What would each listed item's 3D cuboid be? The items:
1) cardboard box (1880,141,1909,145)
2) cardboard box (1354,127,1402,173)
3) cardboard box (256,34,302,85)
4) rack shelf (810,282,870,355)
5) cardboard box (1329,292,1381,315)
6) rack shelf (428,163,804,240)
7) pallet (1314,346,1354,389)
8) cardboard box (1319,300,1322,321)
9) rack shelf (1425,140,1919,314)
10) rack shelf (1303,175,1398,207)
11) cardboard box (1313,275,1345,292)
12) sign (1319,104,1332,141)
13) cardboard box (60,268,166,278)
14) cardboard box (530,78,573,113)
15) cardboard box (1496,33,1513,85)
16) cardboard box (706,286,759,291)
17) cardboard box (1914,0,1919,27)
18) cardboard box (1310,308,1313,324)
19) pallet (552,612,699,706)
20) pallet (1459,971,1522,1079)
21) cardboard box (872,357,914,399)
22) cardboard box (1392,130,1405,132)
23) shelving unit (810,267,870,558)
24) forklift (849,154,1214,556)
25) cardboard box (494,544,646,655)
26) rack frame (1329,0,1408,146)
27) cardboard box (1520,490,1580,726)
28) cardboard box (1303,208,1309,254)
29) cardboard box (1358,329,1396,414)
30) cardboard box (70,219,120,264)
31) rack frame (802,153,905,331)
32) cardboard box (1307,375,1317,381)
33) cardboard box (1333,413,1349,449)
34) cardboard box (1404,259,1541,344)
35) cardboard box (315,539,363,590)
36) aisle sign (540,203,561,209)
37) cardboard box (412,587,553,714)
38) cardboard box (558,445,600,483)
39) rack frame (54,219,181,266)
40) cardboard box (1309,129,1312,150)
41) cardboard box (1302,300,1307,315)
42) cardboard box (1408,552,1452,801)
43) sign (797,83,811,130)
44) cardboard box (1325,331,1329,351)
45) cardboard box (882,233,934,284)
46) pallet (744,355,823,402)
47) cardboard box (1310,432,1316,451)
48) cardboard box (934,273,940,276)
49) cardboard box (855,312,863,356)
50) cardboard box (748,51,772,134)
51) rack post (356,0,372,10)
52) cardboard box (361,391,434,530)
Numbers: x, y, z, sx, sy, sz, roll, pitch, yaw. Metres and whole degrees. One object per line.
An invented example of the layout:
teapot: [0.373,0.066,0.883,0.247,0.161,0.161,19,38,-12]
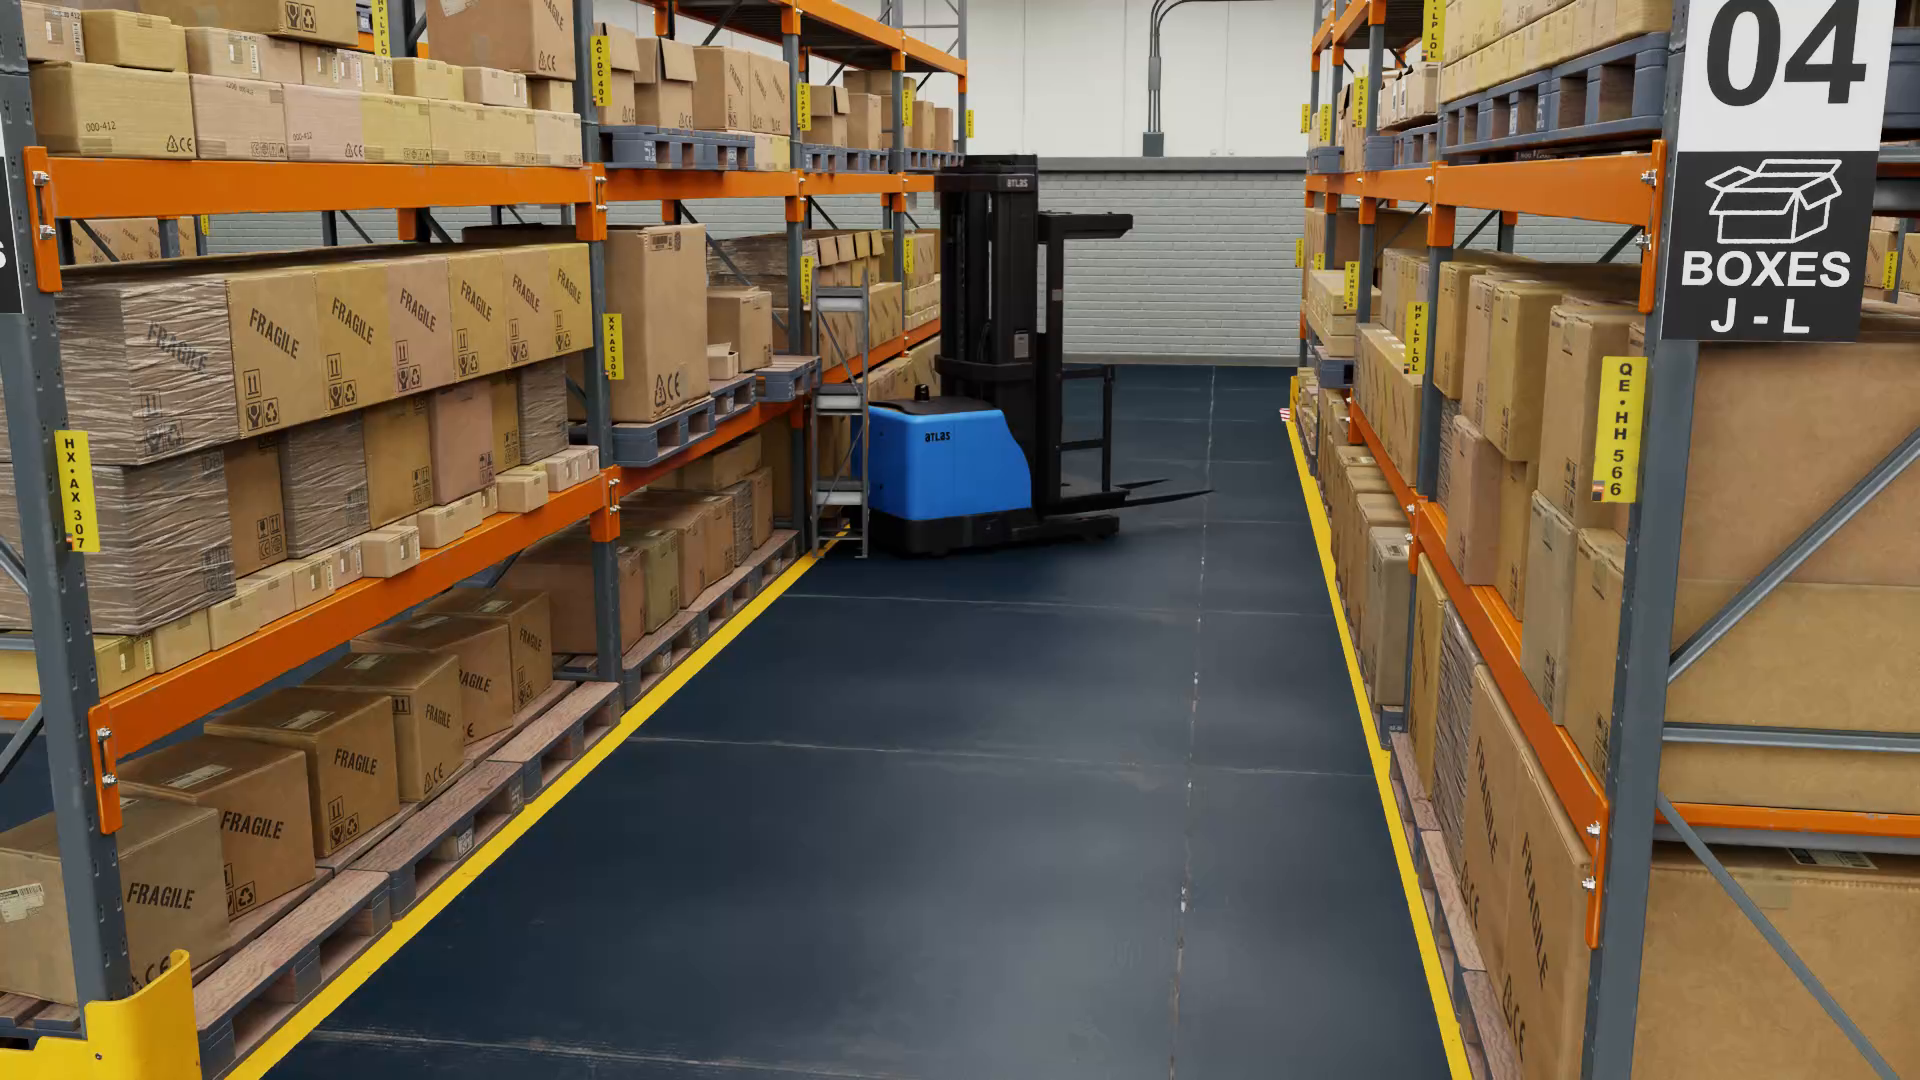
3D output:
cardboard box: [8.536,-3.698,14.999,0.396,0.266,0.258,2,12,10]
cardboard box: [3.069,-2.849,11.737,0.500,0.500,0.500,2,12,9]
cardboard box: [-2.406,-1.573,5.463,0.380,0.149,0.250,2,12,9]
rack shelf: [-0.877,-1.623,12.194,0.431,0.518,0.480,0,7,-3]
cardboard box: [2.855,-1.697,11.935,0.380,0.149,0.250,1,12,6]
rack shelf: [-1.961,-2.087,10.145,1.077,0.370,4.000,2,12,9]
pallet: [3.237,-1.265,12.198,1.213,0.211,1.003,2,12,9]
cardboard box: [3.055,-1.821,13.216,0.380,0.149,0.250,2,12,10]
rack shelf: [2.309,-1.073,5.438,1.077,0.370,4.000,2,12,9]
rack shelf: [4.155,-3.571,17.029,1.077,0.370,4.000,2,12,9]
cardboard box: [3.213,-2.182,14.187,0.380,0.149,0.250,2,12,8]
sign: [3.310,-3.775,15.041,0.100,0.325,0.005,2,12,9]
cardboard box: [-2.972,-0.633,5.494,0.500,0.500,0.500,2,12,9]
cardboard box: [-2.033,-2.067,7.753,0.380,0.149,0.250,2,12,10]
cardboard box: [1.991,-1.590,5.496,0.380,0.149,0.250,2,12,9]
cardboard box: [-1.697,-1.529,11.734,0.500,0.500,0.500,0,12,2]
cardboard box: [2.371,-1.200,3.685,0.380,0.149,0.250,2,12,9]
cardboard box: [3.253,-1.945,14.498,0.380,0.149,0.250,2,12,9]
pallet: [-2.150,0.645,9.499,1.003,0.211,1.213,2,12,9]
pallet: [2.048,1.653,4.824,1.003,0.211,1.213,2,12,9]
cardboard box: [-1.117,-1.254,15.739,1.225,0.875,0.875,2,12,9]
cardboard box: [3.023,-2.740,10.831,0.380,0.149,0.250,1,12,6]
shelving unit: [-0.882,-0.942,12.280,0.431,2.100,0.503,0,7,-3]
forklift: [0.659,-1.522,13.098,3.031,2.935,1.130,-7,14,-31]
cardboard box: [-2.153,0.324,9.260,0.700,0.500,0.500,1,12,4]
rack frame: [3.847,-4.972,14.705,1.000,3.000,0.127,2,12,9]
cardboard box: [2.077,0.191,4.630,0.875,0.550,0.550,2,12,9]
cardboard box: [4.131,-3.470,18.660,0.500,0.500,0.500,2,12,8]
cardboard box: [2.821,-1.065,10.578,0.500,0.500,0.500,2,12,8]
cardboard box: [-10.238,-3.492,19.464,0.500,0.500,0.500,2,12,10]
rack frame: [-1.038,-2.221,16.180,1.000,3.000,0.127,2,12,9]
cardboard box: [4.001,-1.713,18.179,0.380,0.149,0.250,1,12,6]
cardboard box: [3.145,-0.813,12.803,0.500,0.250,0.500,2,12,9]
cardboard box: [2.922,-1.333,9.447,0.700,0.500,0.500,2,12,8]
cardboard box: [-2.419,0.087,6.064,0.380,0.149,0.250,2,12,9]
aisle sign: [-5.016,-4.491,20.540,0.394,0.787,0.004,2,12,9]
cardboard box: [-2.369,0.543,8.292,0.500,0.500,0.500,1,12,7]
cardboard box: [-2.011,-0.379,8.228,0.380,0.149,0.250,2,12,9]
rack frame: [-6.547,-1.549,13.061,1.000,3.000,0.127,2,12,9]
cardboard box: [4.137,-4.425,18.453,0.500,0.250,0.500,2,12,10]
cardboard box: [3.996,-2.584,18.460,0.380,0.149,0.250,2,12,7]
cardboard box: [2.451,0.588,7.192,0.875,0.875,0.875,2,12,10]
sign: [-1.117,-3.090,11.863,0.100,0.325,0.005,2,12,9]
cardboard box: [2.894,-1.459,12.241,0.380,0.149,0.250,2,12,8]
cardboard box: [-0.553,-2.962,17.488,0.500,0.500,0.500,1,12,7]
pallet: [-1.658,-1.143,11.633,1.213,0.211,1.003,2,12,9]
cardboard box: [3.571,-0.944,16.023,0.380,0.149,0.250,2,12,9]
cardboard box: [-0.314,-2.911,19.031,0.500,0.250,0.500,2,12,8]
cardboard box: [-1.078,-1.848,14.211,0.500,0.500,0.500,2,12,9]
cardboard box: [-1.548,-2.934,10.942,0.500,0.500,0.500,2,12,9]
rack post: [-6.093,-5.103,15.492,0.937,0.300,0.954,2,12,8]
cardboard box: [-2.605,-0.346,6.533,0.875,0.500,0.500,2,12,9]
